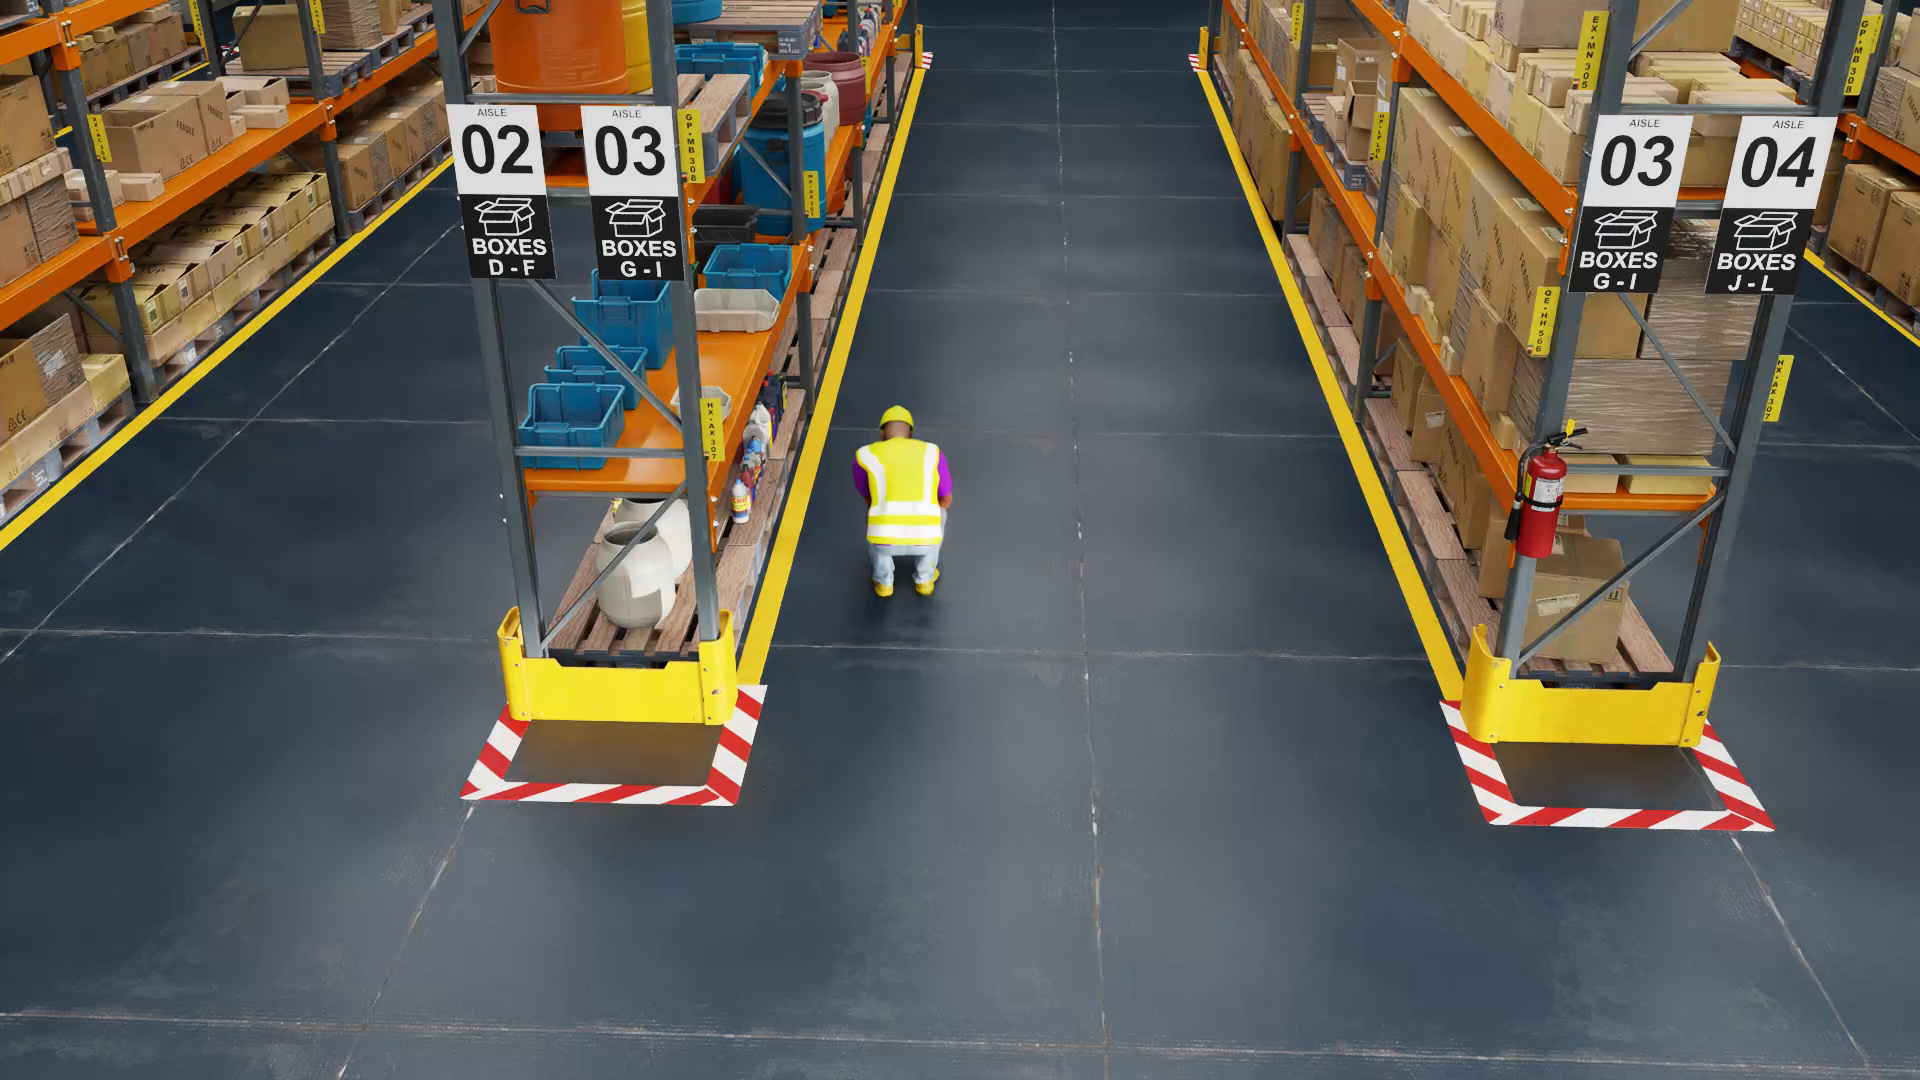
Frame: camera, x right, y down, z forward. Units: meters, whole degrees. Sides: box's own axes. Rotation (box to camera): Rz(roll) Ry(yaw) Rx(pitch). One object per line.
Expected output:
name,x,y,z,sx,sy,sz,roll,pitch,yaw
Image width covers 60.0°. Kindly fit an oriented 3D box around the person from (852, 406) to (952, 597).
person,-0.346,-0.227,9.861,0.590,0.995,0.891,1,28,2
